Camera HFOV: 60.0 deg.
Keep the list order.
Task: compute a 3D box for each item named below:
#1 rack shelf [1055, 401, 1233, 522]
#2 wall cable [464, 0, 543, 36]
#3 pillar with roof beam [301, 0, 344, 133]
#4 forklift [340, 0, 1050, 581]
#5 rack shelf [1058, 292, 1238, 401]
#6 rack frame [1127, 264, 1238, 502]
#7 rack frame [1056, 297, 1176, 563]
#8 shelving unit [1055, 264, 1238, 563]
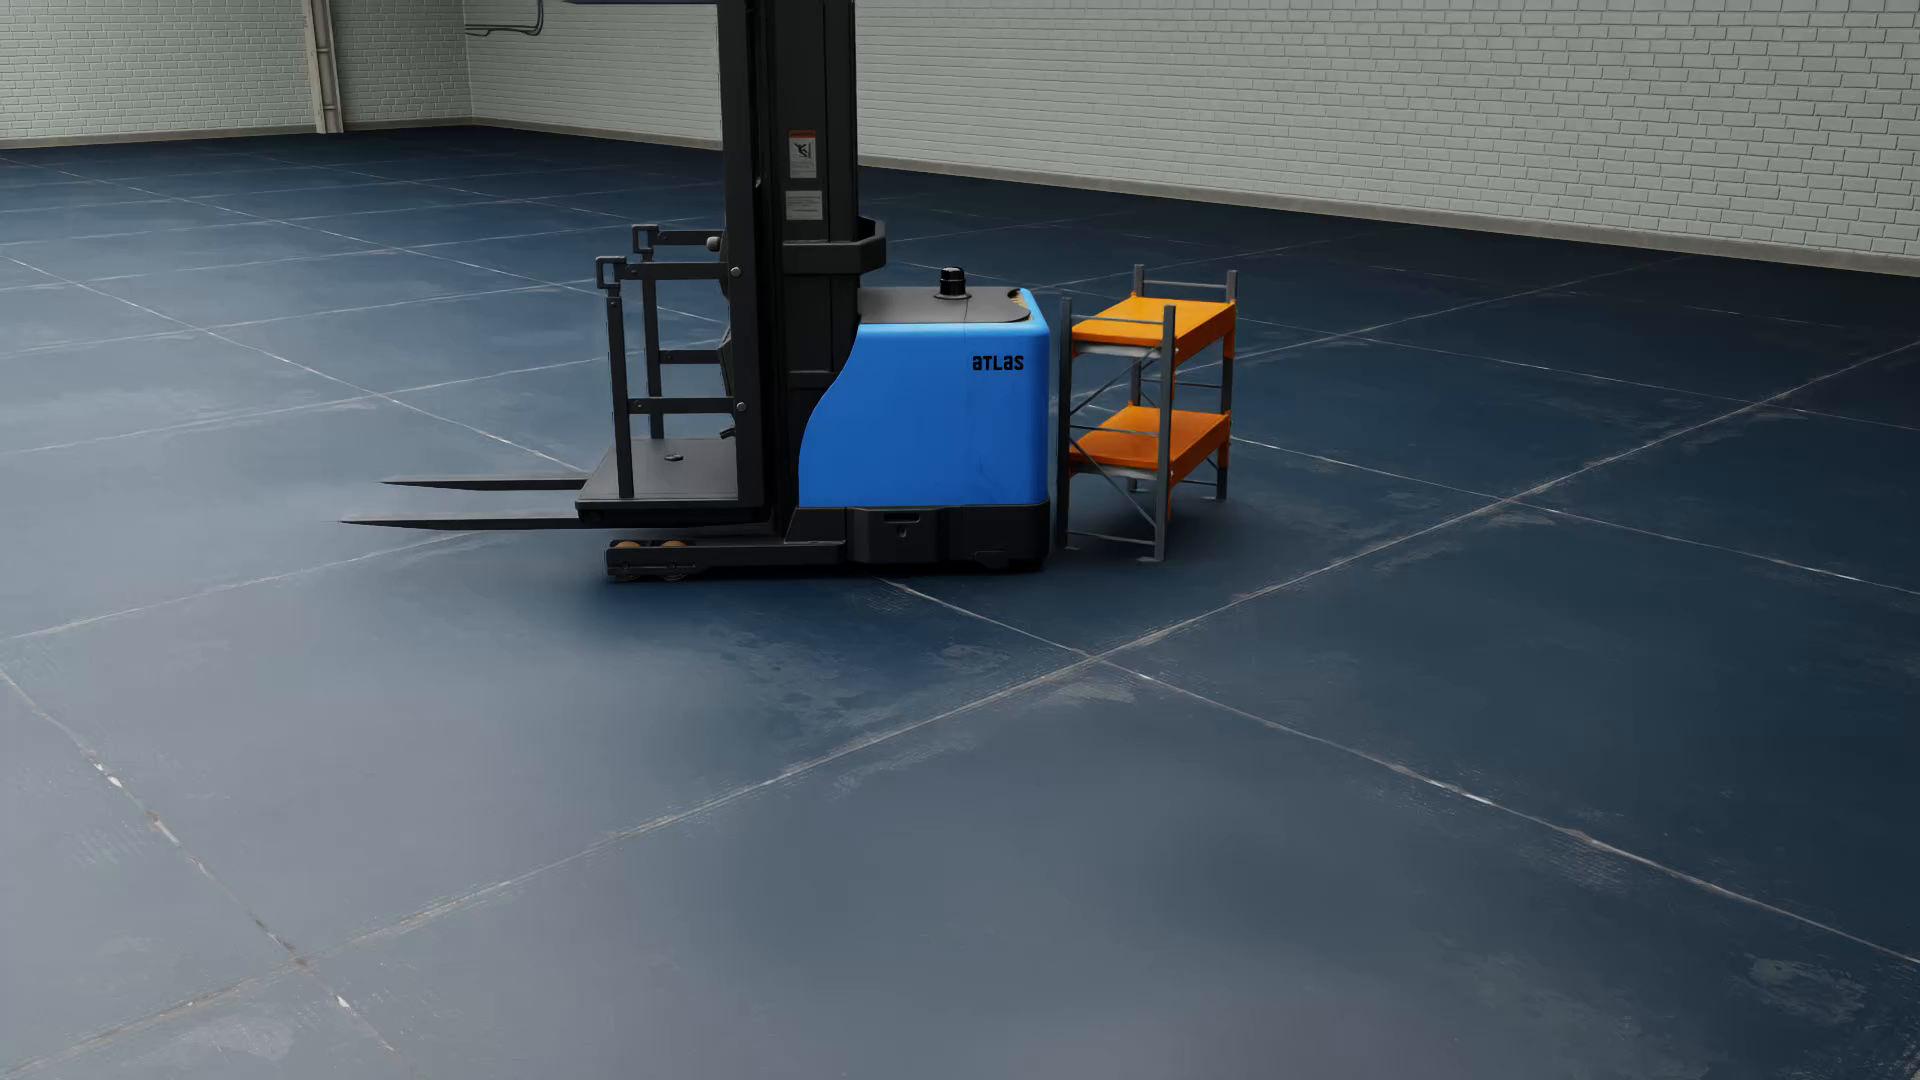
[{"bbox_3d":[0.868,-0.382,7.702,0.538,0.278,1.000,8,19,22],"label":"rack shelf"},{"bbox_3d":[-8.681,-10.721,31.066,0.112,2.526,3.097,-16,24,-41],"label":"wall cable"},{"bbox_3d":[-8.772,-10.905,26.600,0.400,9.000,9.100,-16,24,-41],"label":"pillar with roof beam"},{"bbox_3d":[-1.147,-1.386,7.079,3.031,2.935,1.130,-1,18,-2],"label":"forklift"},{"bbox_3d":[0.868,-0.893,7.536,0.538,0.278,1.000,8,19,22],"label":"rack shelf"},{"bbox_3d":[1.071,-0.758,8.070,0.500,1.125,0.032,8,19,22],"label":"rack frame"},{"bbox_3d":[0.665,-0.470,7.183,0.500,1.125,0.032,8,19,22],"label":"rack frame"},{"bbox_3d":[0.868,-0.614,7.627,0.538,1.125,1.048,8,19,22],"label":"shelving unit"}]
